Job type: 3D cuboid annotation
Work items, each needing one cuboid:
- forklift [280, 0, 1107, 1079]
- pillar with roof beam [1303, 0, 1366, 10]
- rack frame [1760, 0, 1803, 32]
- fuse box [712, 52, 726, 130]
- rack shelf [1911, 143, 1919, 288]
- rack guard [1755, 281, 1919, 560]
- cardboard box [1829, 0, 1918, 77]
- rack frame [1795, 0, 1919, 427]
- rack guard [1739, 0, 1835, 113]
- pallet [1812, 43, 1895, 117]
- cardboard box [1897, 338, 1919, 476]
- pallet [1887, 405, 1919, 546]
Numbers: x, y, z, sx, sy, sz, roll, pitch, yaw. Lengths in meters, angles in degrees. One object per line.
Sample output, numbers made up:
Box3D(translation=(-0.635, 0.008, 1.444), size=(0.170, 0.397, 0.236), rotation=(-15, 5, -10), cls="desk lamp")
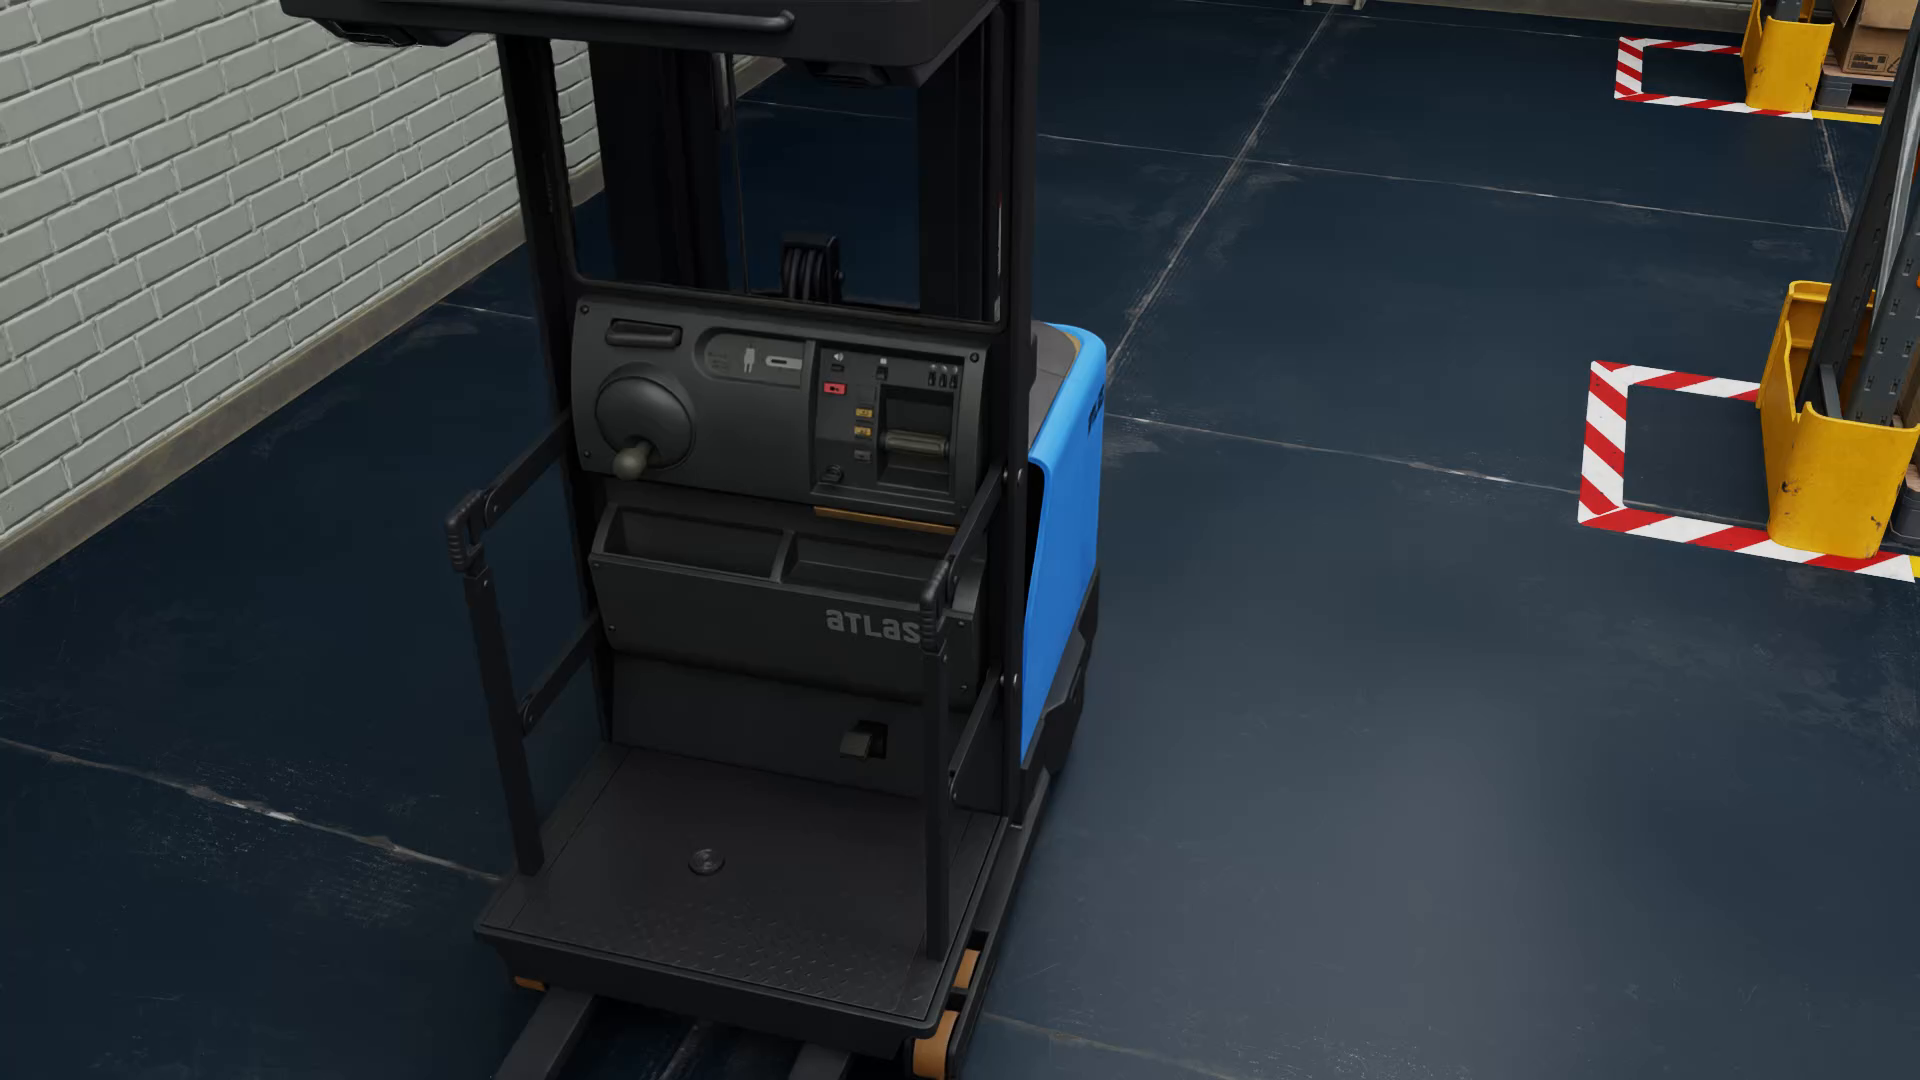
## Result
Box3D(translation=(-0.455, -0.228, 3.400), size=(1.130, 2.935, 3.031), rotation=(8, 34, 13), cls="forklift")
Box3D(translation=(1.152, -5.319, 5.692), size=(0.400, 9.000, 9.100), rotation=(11, 34, 16), cls="pillar with roof beam")
Box3D(translation=(4.838, -4.043, 9.247), size=(0.127, 3.000, 1.000), rotation=(11, 34, 16), cls="rack frame")
Box3D(translation=(-1.303, -3.033, 8.870), size=(0.414, 1.711, 0.539), rotation=(11, 34, 16), cls="fuse box")
Box3D(translation=(5.050, -0.840, 4.949), size=(4.000, 0.370, 1.077), rotation=(11, 34, 16), cls="rack shelf")
Box3D(translation=(3.145, -0.462, 6.005), size=(0.348, 0.500, 1.175), rotation=(11, 34, 16), cls="rack guard")
Box3D(translation=(5.382, -3.011, 9.562), size=(0.637, 0.503, 0.797), rotation=(10, 34, 15), cls="cardboard box")
Box3D(translation=(3.167, -1.508, 5.320), size=(0.127, 3.000, 1.000), rotation=(11, 34, 16), cls="rack frame")
Box3D(translation=(4.910, -2.979, 9.903), size=(0.348, 0.500, 1.175), rotation=(11, 34, 16), cls="rack guard")
Box3D(translation=(5.661, -2.712, 9.757), size=(1.213, 0.211, 1.003), rotation=(11, 34, 16), cls="pallet")
Box3D(translation=(3.822, -0.538, 5.793), size=(0.875, 0.438, 0.875), rotation=(10, 34, 15), cls="cardboard box")
Box3D(translation=(3.946, -0.230, 5.912), size=(1.213, 0.211, 1.003), rotation=(11, 34, 16), cls="pallet")
